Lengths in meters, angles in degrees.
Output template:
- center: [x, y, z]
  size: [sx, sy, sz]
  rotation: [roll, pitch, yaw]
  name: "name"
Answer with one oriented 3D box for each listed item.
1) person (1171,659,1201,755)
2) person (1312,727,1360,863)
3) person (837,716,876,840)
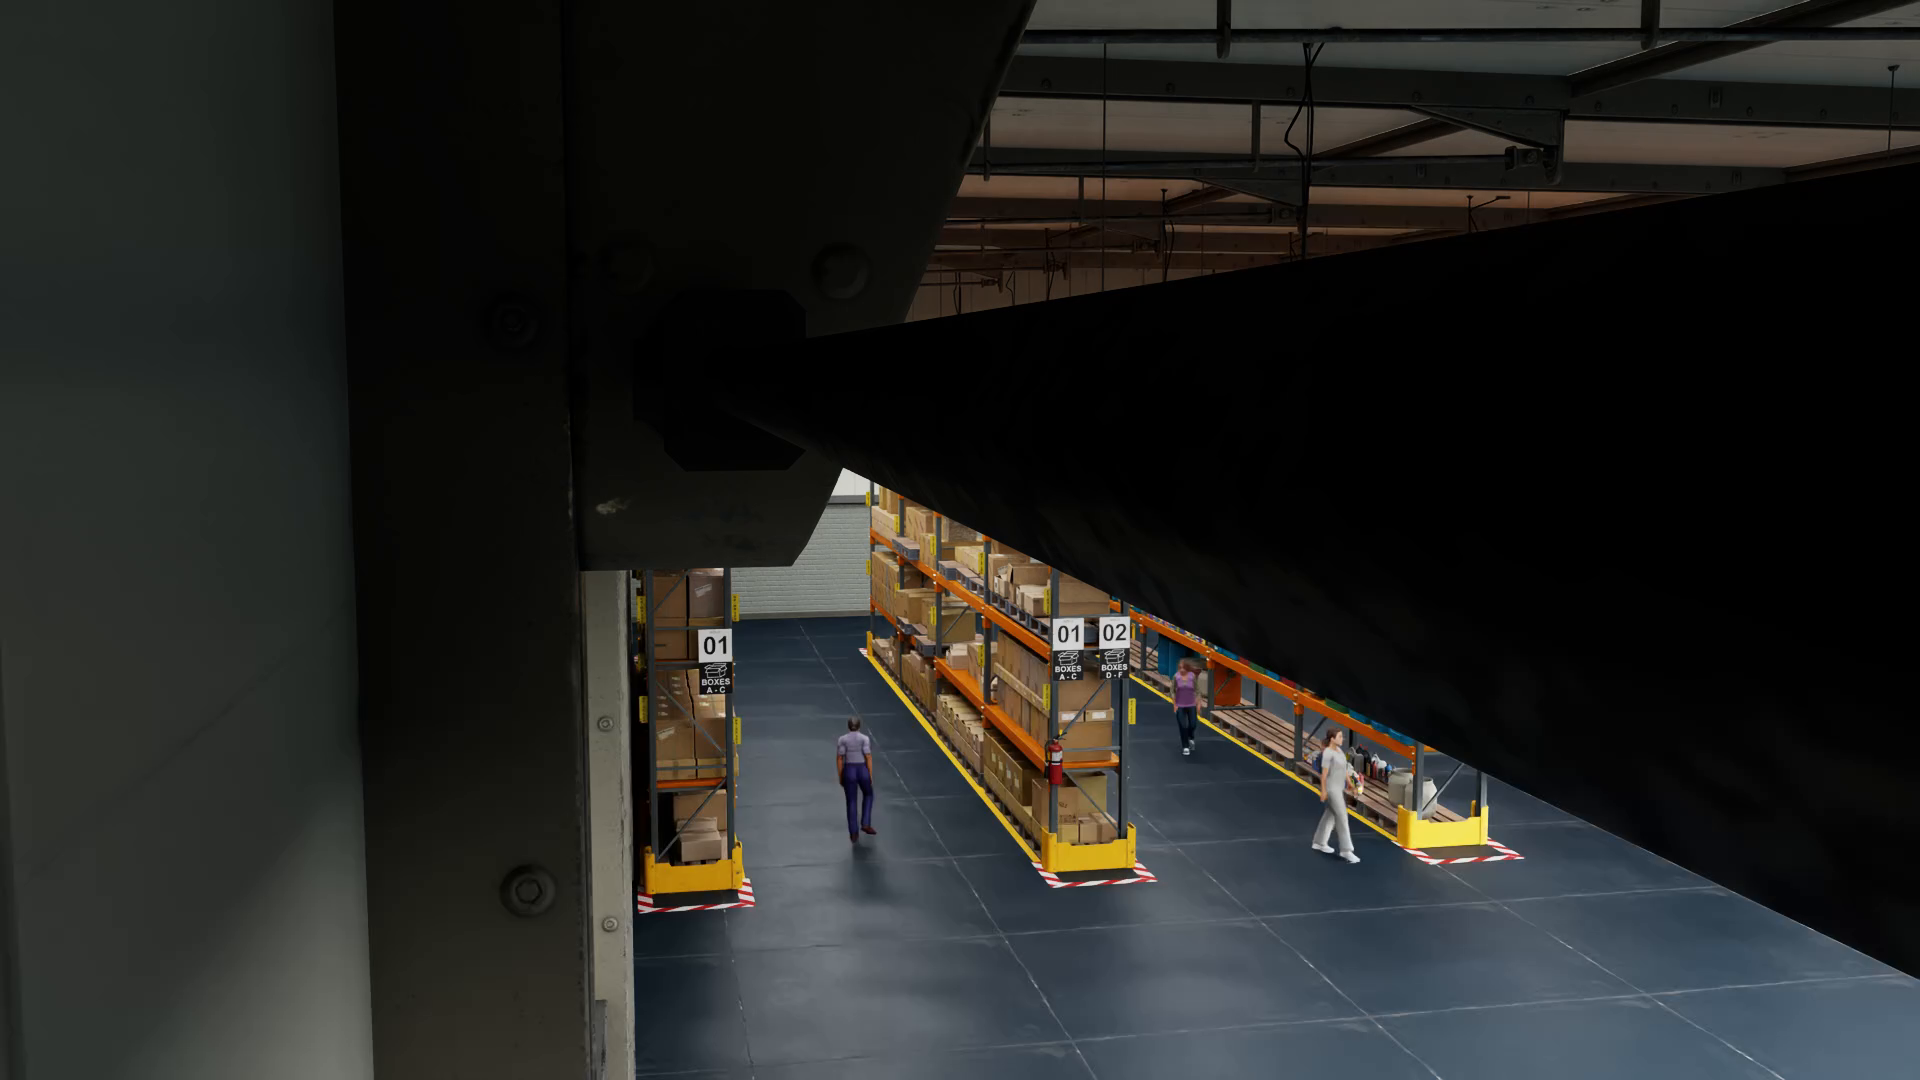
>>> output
- center: [3.697, 2.717, 27.202]
  size: [0.498, 1.579, 0.455]
  rotation: [1, 6, 8]
  name: "person"
- center: [4.903, 3.255, 21.501]
  size: [0.715, 1.660, 0.528]
  rotation: [3, 7, 29]
  name: "person"
- center: [-1.401, 3.191, 22.342]
  size: [0.517, 1.658, 0.522]
  rotation: [0, 6, -1]
  name: "person"
